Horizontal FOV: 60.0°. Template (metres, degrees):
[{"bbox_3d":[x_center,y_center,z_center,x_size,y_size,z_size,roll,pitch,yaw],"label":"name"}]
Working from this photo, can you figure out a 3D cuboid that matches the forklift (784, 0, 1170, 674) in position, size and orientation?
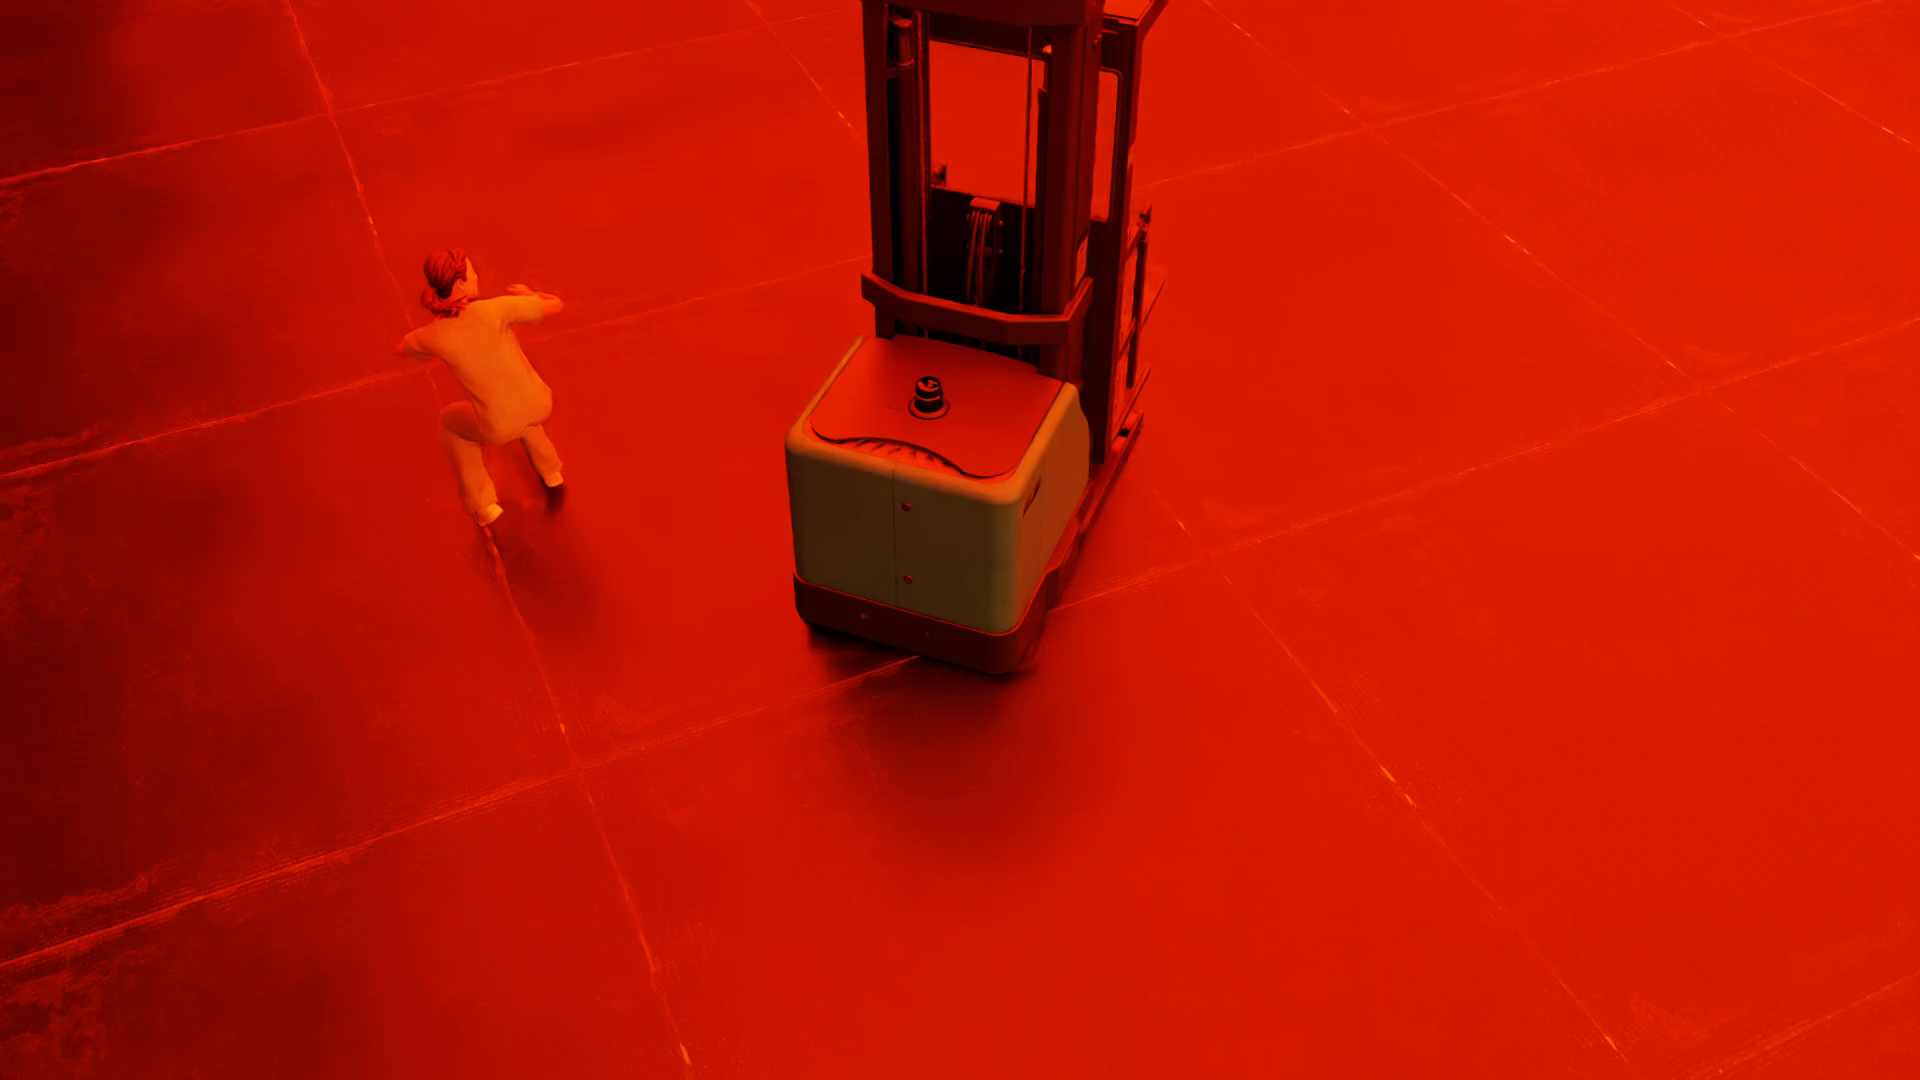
[{"bbox_3d":[0.276,-1.516,7.305,1.130,2.935,3.031,15,45,15],"label":"forklift"}]

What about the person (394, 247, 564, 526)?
[{"bbox_3d":[-2.165,-0.767,7.639,0.697,1.397,0.838,-23,48,-23],"label":"person"}]
